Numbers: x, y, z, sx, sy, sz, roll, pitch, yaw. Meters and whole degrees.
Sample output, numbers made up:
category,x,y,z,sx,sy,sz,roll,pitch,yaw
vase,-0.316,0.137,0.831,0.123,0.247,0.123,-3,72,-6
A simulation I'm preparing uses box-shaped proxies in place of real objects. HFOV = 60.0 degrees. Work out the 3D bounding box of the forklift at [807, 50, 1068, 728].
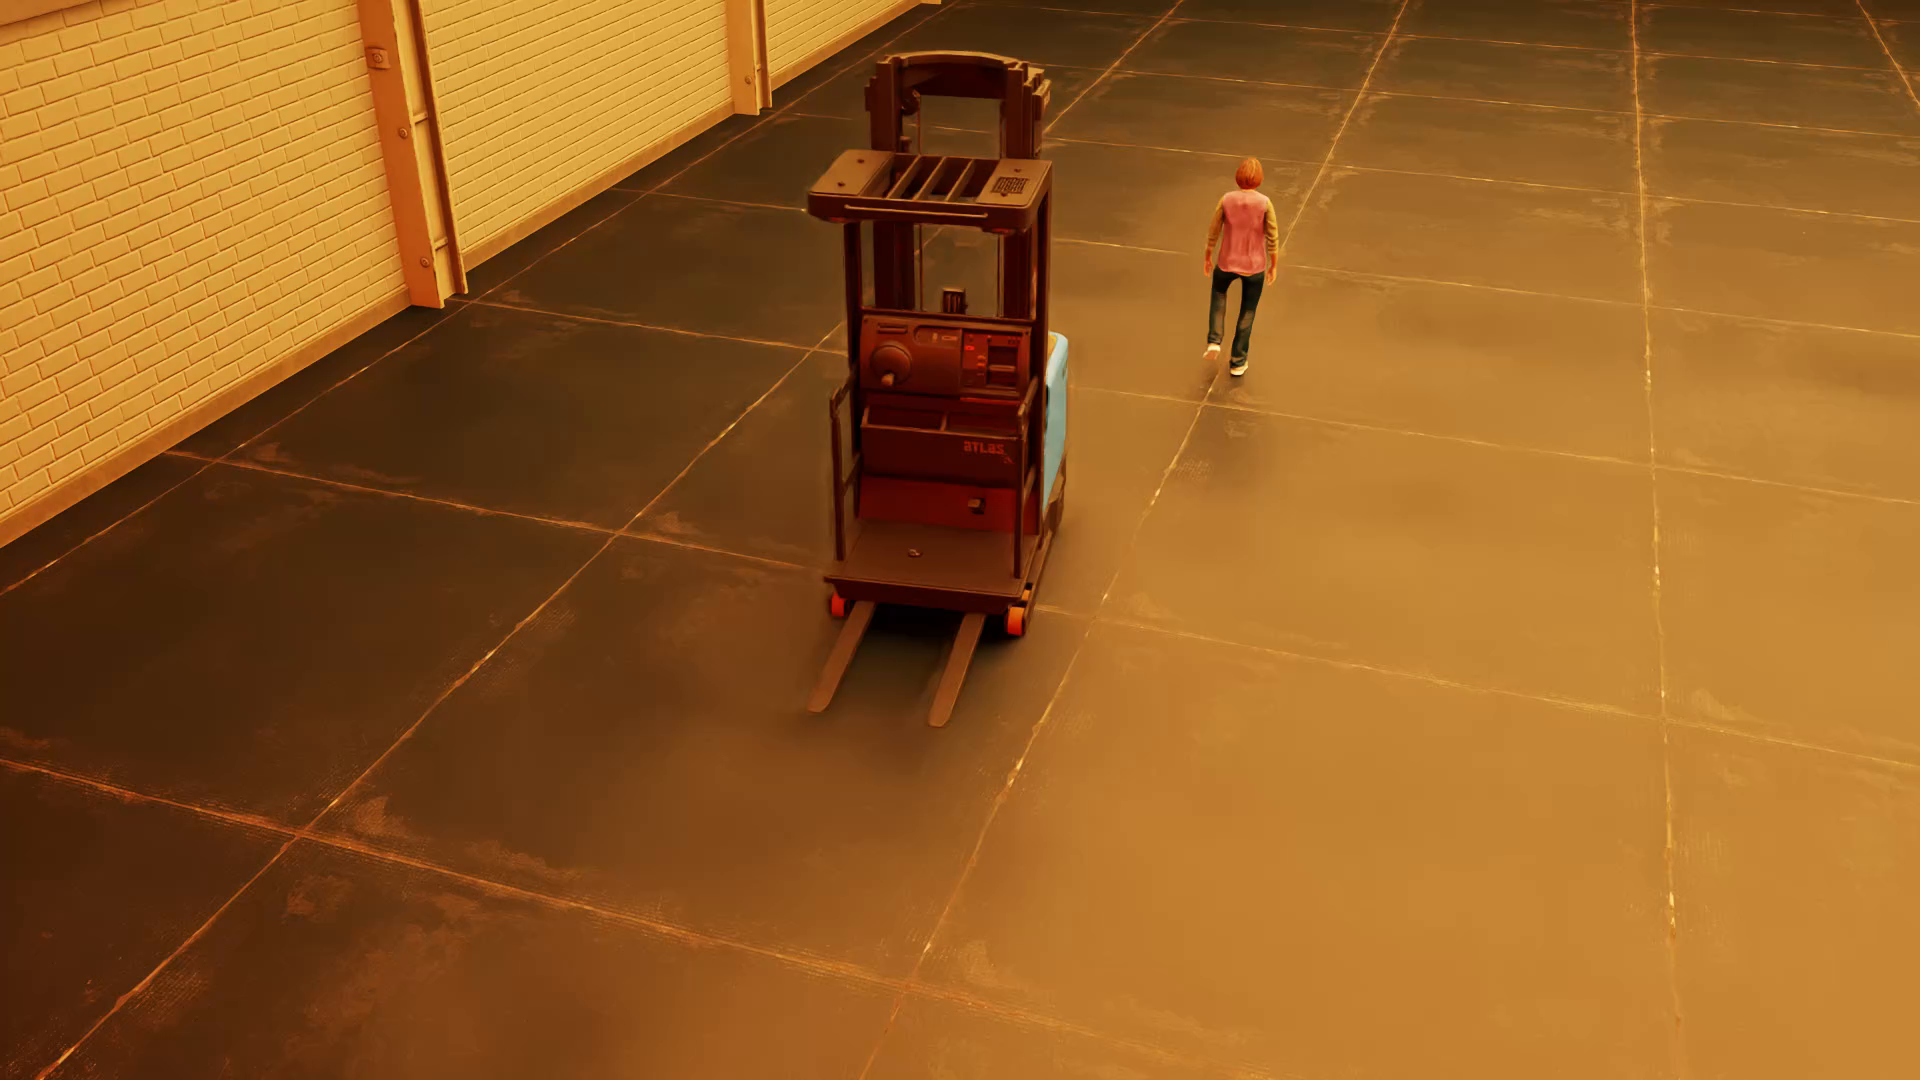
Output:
category,x,y,z,sx,sy,sz,roll,pitch,yaw
forklift,-0.121,-0.941,8.787,1.130,2.935,3.031,6,30,10

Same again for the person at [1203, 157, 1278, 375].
category,x,y,z,sx,sy,sz,roll,pitch,yaw
person,2.024,-1.980,11.985,0.519,1.584,0.445,8,31,13
